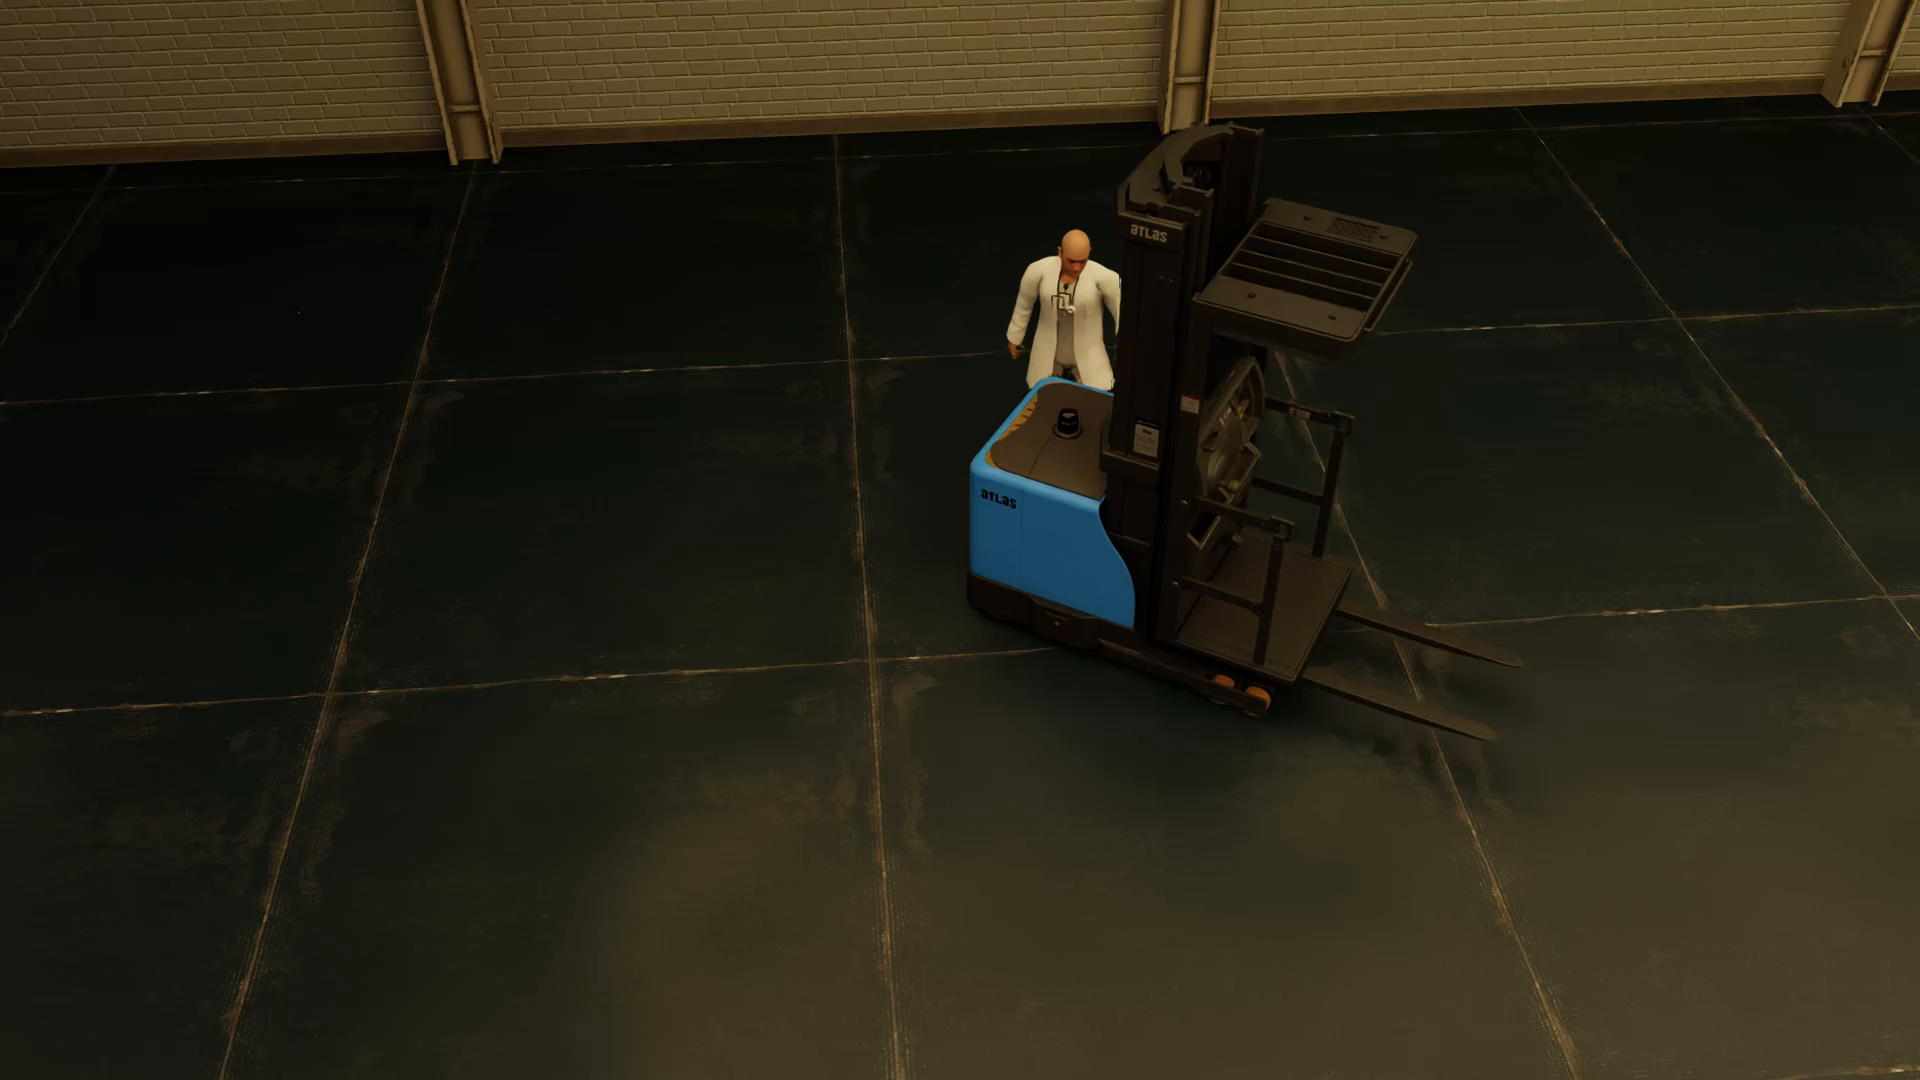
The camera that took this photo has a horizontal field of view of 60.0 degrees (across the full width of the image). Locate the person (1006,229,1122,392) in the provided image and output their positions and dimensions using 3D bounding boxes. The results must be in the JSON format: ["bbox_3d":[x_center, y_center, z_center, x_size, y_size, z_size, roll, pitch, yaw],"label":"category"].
[{"bbox_3d":[0.694,-1.144,10.189,0.878,1.751,0.423,9,41,10],"label":"person"}]

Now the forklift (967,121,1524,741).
[{"bbox_3d":[1.586,-0.548,8.579,3.031,2.935,1.130,19,44,21],"label":"forklift"}]
